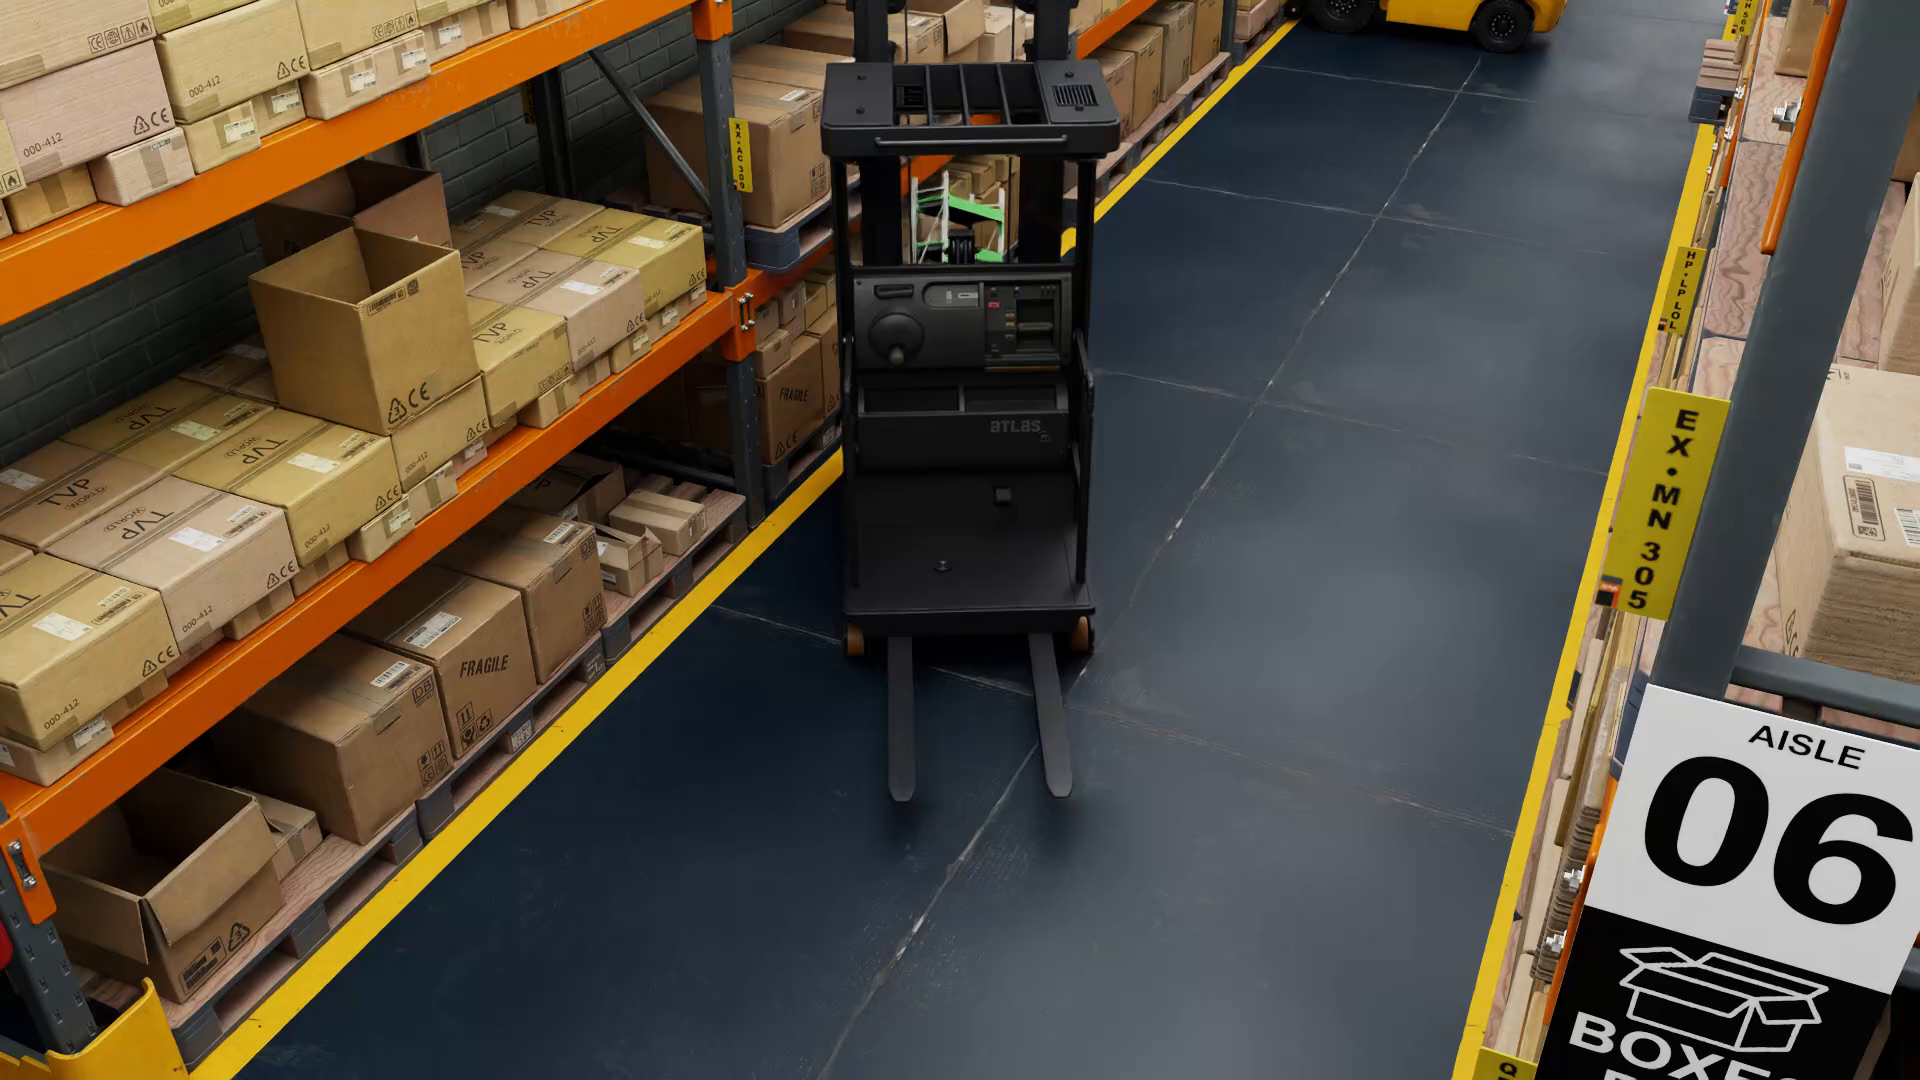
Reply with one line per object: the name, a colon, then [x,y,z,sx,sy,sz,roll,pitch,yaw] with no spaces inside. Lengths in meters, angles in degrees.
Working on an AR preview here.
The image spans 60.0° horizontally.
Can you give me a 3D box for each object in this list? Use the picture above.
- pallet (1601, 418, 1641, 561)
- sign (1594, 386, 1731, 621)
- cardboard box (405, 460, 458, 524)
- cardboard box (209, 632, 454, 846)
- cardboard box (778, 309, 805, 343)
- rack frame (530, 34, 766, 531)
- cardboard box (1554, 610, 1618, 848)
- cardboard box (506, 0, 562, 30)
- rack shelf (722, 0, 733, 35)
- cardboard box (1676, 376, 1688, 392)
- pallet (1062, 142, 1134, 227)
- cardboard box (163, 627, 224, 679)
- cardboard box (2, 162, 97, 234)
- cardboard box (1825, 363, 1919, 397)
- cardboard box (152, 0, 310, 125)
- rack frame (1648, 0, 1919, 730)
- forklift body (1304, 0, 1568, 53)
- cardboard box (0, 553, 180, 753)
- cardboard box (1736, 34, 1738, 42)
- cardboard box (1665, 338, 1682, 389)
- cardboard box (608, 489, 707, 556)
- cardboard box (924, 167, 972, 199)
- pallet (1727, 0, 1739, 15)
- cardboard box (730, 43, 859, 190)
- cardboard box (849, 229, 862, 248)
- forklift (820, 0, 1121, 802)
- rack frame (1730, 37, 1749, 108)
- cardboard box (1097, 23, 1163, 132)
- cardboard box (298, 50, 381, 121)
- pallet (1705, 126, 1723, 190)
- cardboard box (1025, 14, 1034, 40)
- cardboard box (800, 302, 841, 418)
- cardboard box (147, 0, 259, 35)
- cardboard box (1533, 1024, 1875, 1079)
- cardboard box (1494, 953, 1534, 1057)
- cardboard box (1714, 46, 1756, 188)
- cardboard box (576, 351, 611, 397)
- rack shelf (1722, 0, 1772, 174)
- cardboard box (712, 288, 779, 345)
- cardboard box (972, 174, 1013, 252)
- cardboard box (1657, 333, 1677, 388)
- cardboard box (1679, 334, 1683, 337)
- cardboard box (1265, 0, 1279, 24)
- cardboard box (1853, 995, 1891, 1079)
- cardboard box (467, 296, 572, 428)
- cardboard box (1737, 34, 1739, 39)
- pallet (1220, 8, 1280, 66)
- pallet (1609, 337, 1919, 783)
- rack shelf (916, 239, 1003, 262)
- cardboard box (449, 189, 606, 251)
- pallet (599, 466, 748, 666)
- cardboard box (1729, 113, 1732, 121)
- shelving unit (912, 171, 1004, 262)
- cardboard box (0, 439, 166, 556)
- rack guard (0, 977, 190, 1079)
pallet: [3.813,-0.155,8.293,1.003,0.211,1.213,14,36,20]
sign: [0.889,-0.040,2.105,0.100,0.325,0.005,14,36,20]
cardboard box: [-2.072,-0.216,6.073,0.380,0.149,0.250,15,36,22]
cardboard box: [-2.399,0.716,6.319,0.700,0.500,0.500,16,36,22]
cardboard box: [-1.023,-1.121,8.529,0.380,0.149,0.250,13,35,19]
rack frame: [-1.461,-1.446,7.720,1.000,3.000,0.127,14,36,20]
cardboard box: [1.971,0.575,4.546,0.500,0.500,0.500,15,36,22]
cardboard box: [-1.675,-1.974,6.019,0.380,0.149,0.250,14,36,20]
rack shelf: [-0.624,-3.396,8.614,1.077,0.370,4.000,14,36,20]
cardboard box: [2.188,-0.085,4.641,0.500,0.500,0.500,15,36,21]
pallet: [0.593,-2.673,12.134,1.003,0.211,1.213,14,36,20]
cardboard box: [-2.605,0.274,5.326,0.380,0.149,0.250,14,36,20]
cardboard box: [-2.581,-0.969,4.486,0.380,0.149,0.250,14,36,21]
cardboard box: [1.585,-0.156,2.772,0.380,0.149,0.250,11,35,17]
cardboard box: [-2.281,-1.438,4.838,0.500,0.250,0.500,13,35,19]
rack frame: [1.376,-0.826,1.303,1.000,3.000,0.127,14,36,20]
forklift body: [4.423,-5.705,14.989,2.313,2.155,1.214,14,36,20]
cardboard box: [-2.700,0.320,4.892,0.500,0.250,0.500,14,36,21]
cardboard box: [6.613,-3.943,13.652,0.500,0.250,0.500,13,36,19]
cardboard box: [3.008,-0.528,6.456,0.500,0.250,0.500,13,36,19]
cardboard box: [-1.427,-0.085,7.861,0.380,0.149,0.250,13,35,19]
cardboard box: [-0.152,-2.151,10.100,0.380,0.149,0.250,15,36,22]
pallet: [5.944,-3.866,11.586,1.003,0.211,1.213,14,36,20]
cardboard box: [-0.839,-2.111,8.260,0.700,0.500,0.500,15,36,21]
cardboard box: [-0.580,-1.630,9.305,0.380,0.149,0.250,15,36,22]
forklift: [0.024,-0.882,6.922,1.130,2.935,3.031,-1,33,-2]
rack frame: [4.723,-2.301,9.024,1.000,3.000,0.127,14,36,20]
cardboard box: [1.034,-3.591,12.774,0.875,0.625,0.625,13,35,19]
cardboard box: [-2.060,-1.450,5.219,0.380,0.149,0.250,14,36,21]
pallet: [6.072,-2.739,12.235,1.003,0.211,1.213,14,36,20]
cardboard box: [0.286,-3.094,10.079,0.380,0.149,0.250,15,36,21]
cardboard box: [-0.840,-1.033,8.987,0.500,0.500,0.500,14,36,20]
cardboard box: [-2.293,-1.645,4.697,0.500,0.250,0.500,14,36,20]
cardboard box: [1.361,0.928,3.096,0.500,0.500,0.500,15,36,22]
cardboard box: [1.936,1.769,4.770,0.875,0.438,0.875,15,36,22]
cardboard box: [3.651,-1.818,7.284,0.500,0.500,0.500,15,36,21]
cardboard box: [-1.675,-0.730,6.857,0.380,0.149,0.250,15,36,22]
rack shelf: [3.886,-2.259,6.880,1.077,0.370,4.000,14,36,20]
cardboard box: [-1.124,-1.104,8.231,0.380,0.149,0.250,14,36,20]
cardboard box: [0.012,-2.062,10.556,0.500,0.500,0.500,14,36,20]
cardboard box: [3.607,-0.375,7.641,0.875,0.875,0.875,15,36,22]
cardboard box: [3.215,-0.982,6.692,0.500,0.250,0.500,15,36,22]
cardboard box: [2.588,-4.878,15.078,0.500,0.250,0.500,13,36,19]
cardboard box: [1.344,0.727,2.811,0.380,0.149,0.250,15,36,21]
cardboard box: [-1.869,-0.700,6.448,0.500,0.250,0.500,14,36,20]
cardboard box: [4.972,-3.139,10.148,0.380,0.149,0.250,15,36,21]
pallet: [2.257,-4.651,15.150,1.003,0.211,1.213,14,36,20]
pallet: [1.676,0.094,2.717,1.003,0.211,1.213,14,36,20]
rack shelf: [-0.013,-1.541,9.141,0.258,0.148,0.480,0,-2,39]
cardboard box: [-1.913,-1.323,7.398,0.500,0.250,0.500,14,36,20]
pallet: [-1.749,0.062,7.963,1.003,0.211,1.213,14,36,20]
cardboard box: [4.069,-1.995,8.238,0.500,0.250,0.500,15,36,22]
shelving unit: [-0.017,-1.365,9.136,0.258,1.200,0.503,0,-2,39]
cardboard box: [-2.966,-0.062,5.475,0.500,0.250,0.500,14,36,21]
rack guard: [-3.103,1.553,5.425,1.175,0.500,0.348,14,36,20]
